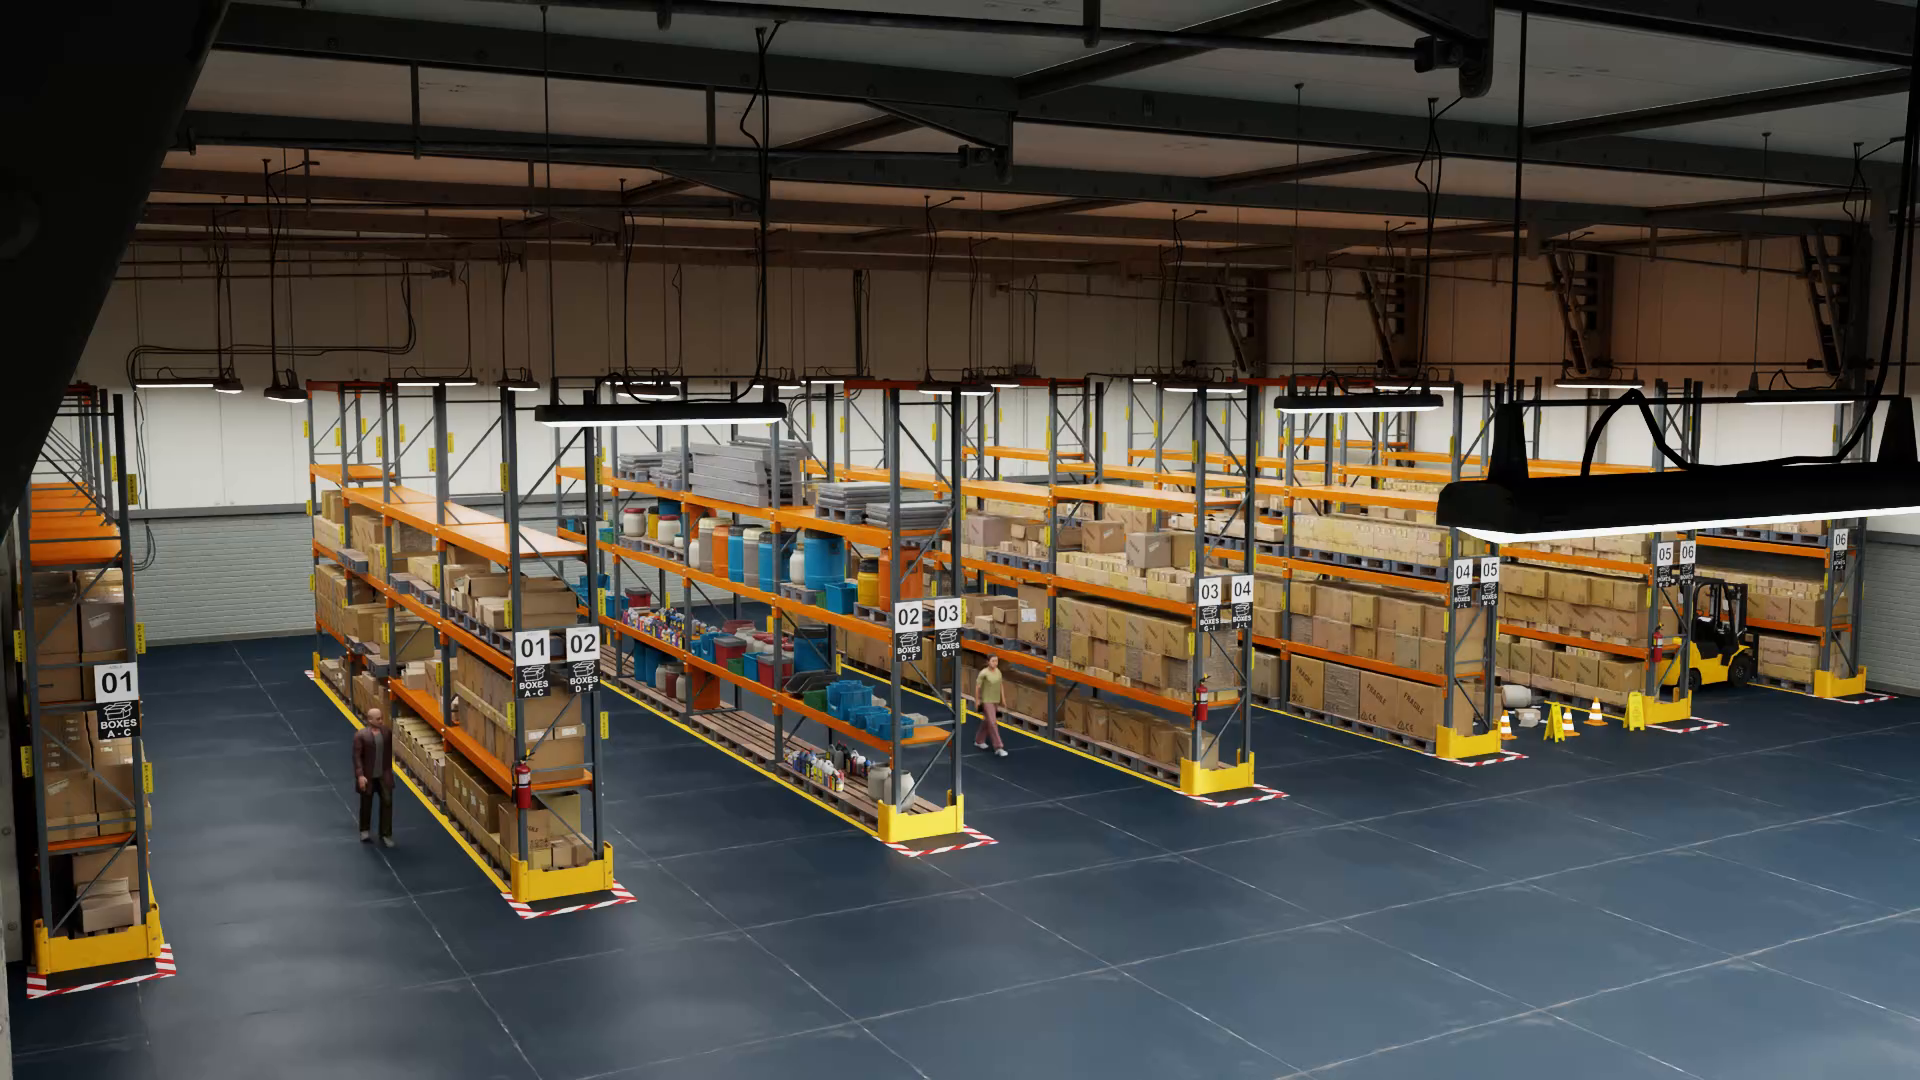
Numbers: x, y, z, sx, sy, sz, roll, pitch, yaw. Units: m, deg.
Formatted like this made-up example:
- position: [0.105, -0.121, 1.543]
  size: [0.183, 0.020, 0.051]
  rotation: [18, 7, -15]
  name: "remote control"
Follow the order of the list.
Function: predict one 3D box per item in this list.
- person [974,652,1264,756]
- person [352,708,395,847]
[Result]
- position: [2.471, 2.322, 30.059]
  size: [3.881, 1.656, 7.558]
  rotation: [6, 8, 44]
  name: "person"
- position: [-7.731, 3.125, 21.970]
  size: [0.608, 1.812, 0.743]
  rotation: [-5, 8, -40]
  name: "person"
